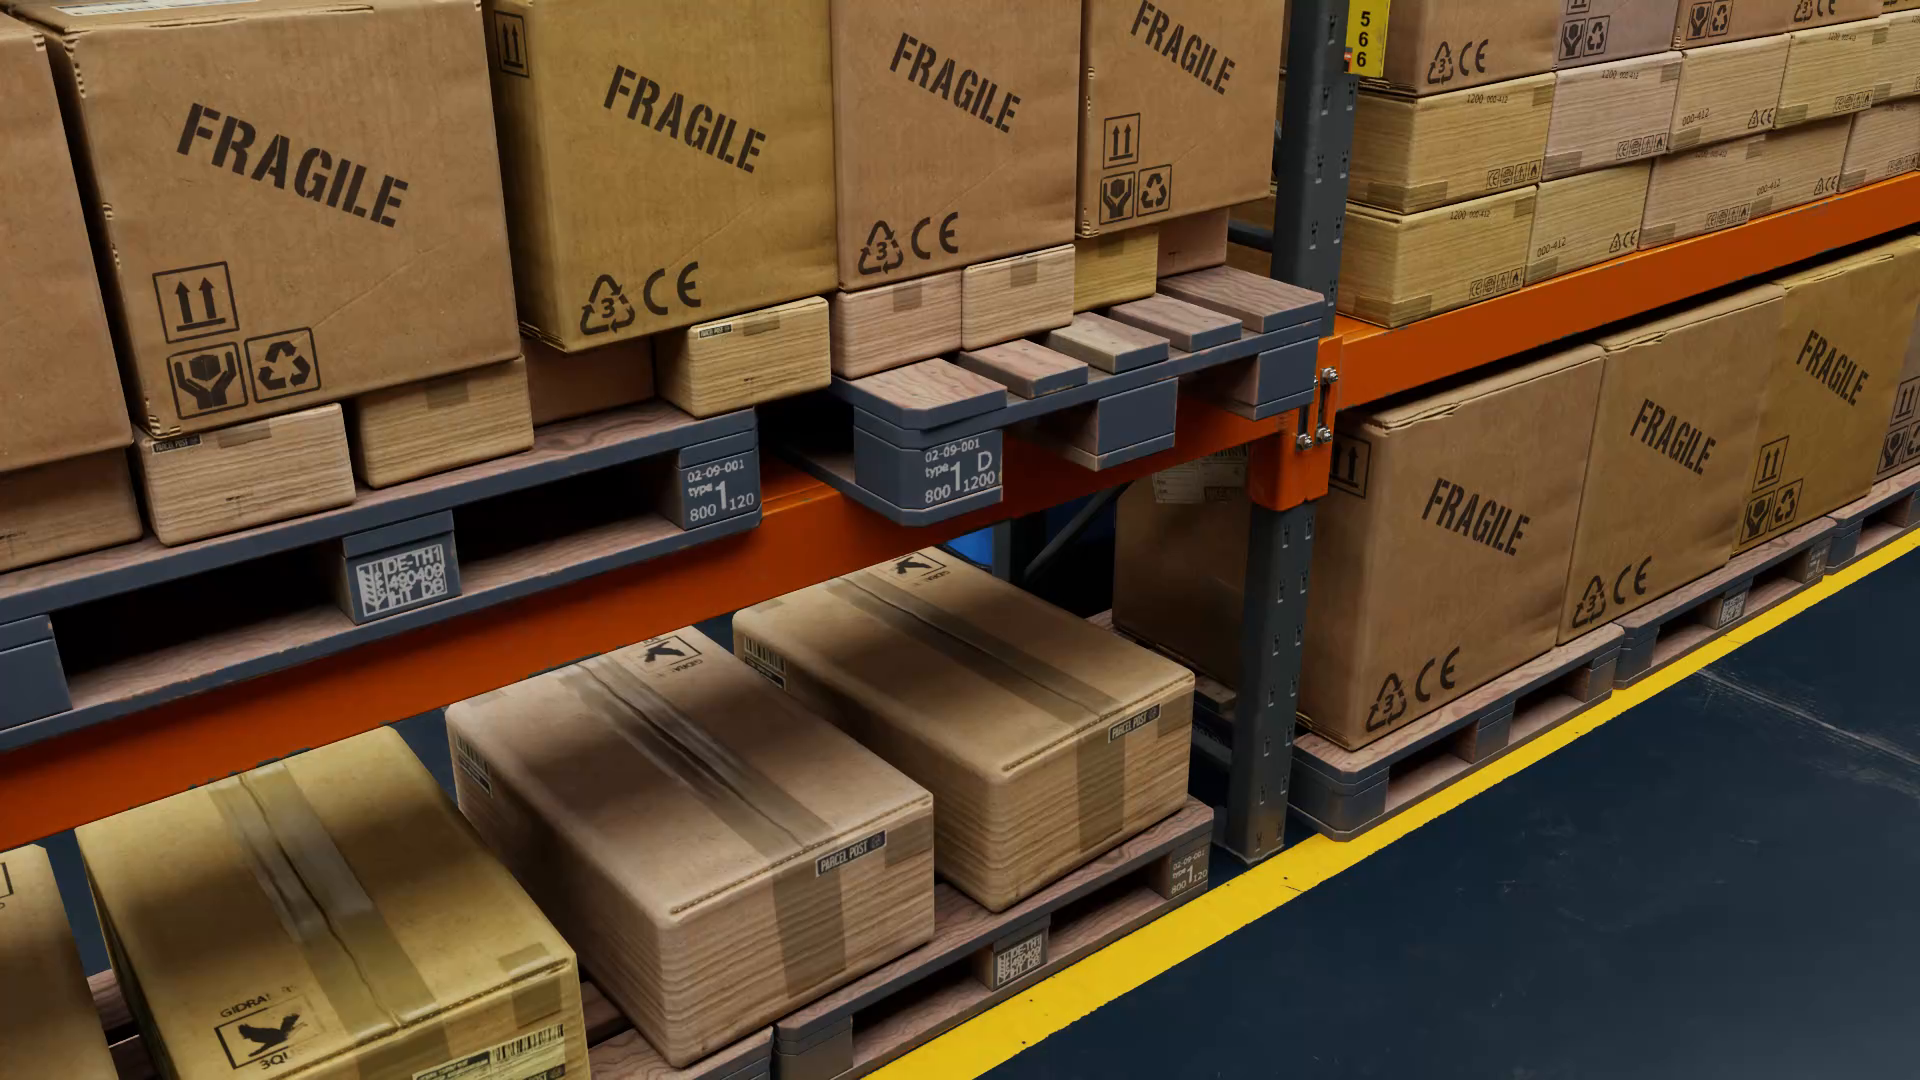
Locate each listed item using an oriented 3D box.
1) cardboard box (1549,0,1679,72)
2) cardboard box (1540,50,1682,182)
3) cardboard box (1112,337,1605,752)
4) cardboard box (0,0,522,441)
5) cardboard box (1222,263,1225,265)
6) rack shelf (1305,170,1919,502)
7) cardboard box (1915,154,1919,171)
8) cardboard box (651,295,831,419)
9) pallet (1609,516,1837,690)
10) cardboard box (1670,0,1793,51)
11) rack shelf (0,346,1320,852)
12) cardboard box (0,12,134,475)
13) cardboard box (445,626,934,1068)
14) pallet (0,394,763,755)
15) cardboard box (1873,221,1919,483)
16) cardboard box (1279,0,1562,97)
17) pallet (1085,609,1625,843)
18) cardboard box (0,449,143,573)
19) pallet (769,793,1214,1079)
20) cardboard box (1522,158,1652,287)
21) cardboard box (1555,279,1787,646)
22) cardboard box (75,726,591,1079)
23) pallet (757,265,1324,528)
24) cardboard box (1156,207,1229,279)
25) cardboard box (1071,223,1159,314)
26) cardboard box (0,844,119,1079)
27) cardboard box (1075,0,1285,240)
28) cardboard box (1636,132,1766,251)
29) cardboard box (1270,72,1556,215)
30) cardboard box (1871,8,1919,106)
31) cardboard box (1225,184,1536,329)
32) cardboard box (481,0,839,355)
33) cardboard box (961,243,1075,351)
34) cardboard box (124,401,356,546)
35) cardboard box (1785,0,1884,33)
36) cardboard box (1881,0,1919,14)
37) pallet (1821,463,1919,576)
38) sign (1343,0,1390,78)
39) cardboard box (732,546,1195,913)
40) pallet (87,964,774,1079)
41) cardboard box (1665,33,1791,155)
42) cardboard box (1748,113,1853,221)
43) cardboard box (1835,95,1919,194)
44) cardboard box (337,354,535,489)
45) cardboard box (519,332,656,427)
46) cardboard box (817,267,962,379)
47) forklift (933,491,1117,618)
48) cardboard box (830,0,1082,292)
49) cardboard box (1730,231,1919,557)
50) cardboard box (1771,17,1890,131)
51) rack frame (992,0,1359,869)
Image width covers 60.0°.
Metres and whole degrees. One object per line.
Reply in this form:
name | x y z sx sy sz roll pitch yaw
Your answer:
cardboard box | 1.365 -1.423 3.947 0.500 0.500 0.500 -18 30 -34
cardboard box | 1.400 -1.088 4.114 0.500 0.250 0.500 -17 30 -33
cardboard box | 1.037 -0.124 4.478 0.875 0.875 0.875 -19 31 -34
cardboard box | -0.971 -0.495 2.282 0.500 0.500 0.500 -20 31 -36
cardboard box | 0.679 -0.894 4.292 0.500 0.250 0.500 -20 31 -36
rack shelf | 2.016 -0.938 5.063 4.000 0.370 1.077 -18 31 -34
cardboard box | 2.990 -1.384 5.347 0.500 0.250 0.500 -19 31 -35
cardboard box | -0.419 -0.346 2.731 0.250 0.149 0.380 -18 30 -33
pallet | 2.068 0.025 5.446 1.213 0.211 1.003 -18 31 -34
cardboard box | 1.782 -1.552 4.225 0.500 0.500 0.500 -17 30 -33
rack shelf | -1.132 0.101 2.824 4.000 0.370 1.077 -18 31 -34
cardboard box | -1.369 -0.358 1.987 0.500 0.500 0.500 -18 31 -34
cardboard box | -0.585 0.594 3.529 0.625 0.372 0.950 -19 31 -35
pallet | -1.091 -0.130 2.695 1.213 0.211 1.003 -18 31 -34
cardboard box | 3.151 -0.823 5.986 0.875 0.875 0.875 -17 30 -32
cardboard box | 0.981 -1.291 3.662 0.500 0.500 0.500 -19 31 -36
pallet | 1.109 0.340 4.767 1.213 0.211 1.003 -18 31 -34
cardboard box | -1.274 -0.099 2.200 0.250 0.149 0.380 -18 30 -34
pallet | -0.174 0.722 3.943 1.213 0.211 1.003 -18 31 -34
cardboard box | 1.375 -0.860 4.218 0.500 0.250 0.500 -19 31 -35
cardboard box | 1.741 -0.354 4.975 0.875 0.875 0.875 -18 30 -33
cardboard box | -1.185 0.789 3.109 0.625 0.372 0.950 -17 30 -32
pallet | -0.053 -0.438 3.358 1.003 0.211 1.213 -18 31 -34
cardboard box | 0.329 -0.658 3.405 0.250 0.149 0.380 -17 30 -32
cardboard box | 0.163 -0.565 3.204 0.250 0.149 0.380 -18 30 -33
cardboard box | -1.731 0.971 2.718 0.625 0.372 0.950 -16 29 -31
cardboard box | 0.256 -0.906 3.167 0.500 0.500 0.500 -19 31 -35
cardboard box | 1.792 -0.994 4.508 0.500 0.250 0.500 -17 30 -32
cardboard box | 0.993 -0.954 3.826 0.500 0.250 0.500 -19 31 -34
cardboard box | 2.600 -1.479 4.958 0.500 0.250 0.500 -17 30 -33
cardboard box | 0.982 -0.721 3.918 0.500 0.250 0.500 -19 31 -35
cardboard box | -0.541 -0.636 2.587 0.500 0.500 0.500 -21 32 -37
cardboard box | -0.008 -0.485 3.031 0.250 0.149 0.380 -19 31 -34
cardboard box | -1.033 -0.151 2.311 0.250 0.149 0.380 -17 30 -32
cardboard box | 2.181 -1.682 4.505 0.500 0.500 0.500 -18 30 -33
cardboard box | 2.579 -1.822 4.806 0.500 0.500 0.500 -17 30 -33
pallet | 3.029 -0.294 6.132 1.213 0.211 1.003 -18 31 -34
sign | 0.784 -1.057 3.183 0.005 0.325 0.100 -18 31 -34
cardboard box | -0.009 0.400 3.948 0.625 0.372 0.950 -21 32 -37
pallet | -1.133 1.037 3.264 1.213 0.211 1.003 -18 31 -34
cardboard box | 1.800 -1.213 4.385 0.500 0.250 0.500 -18 31 -34
cardboard box | 2.178 -1.124 4.786 0.500 0.250 0.500 -18 31 -34
cardboard box | 2.582 -1.259 5.079 0.500 0.250 0.500 -19 31 -35
cardboard box | -0.841 -0.230 2.481 0.250 0.149 0.380 -19 31 -36
cardboard box | -0.694 -0.322 2.681 0.250 0.149 0.380 -18 30 -34
cardboard box | -0.211 -0.422 2.895 0.250 0.149 0.380 -20 32 -36
forklift | -0.332 -1.597 5.709 1.130 2.935 3.031 -16 29 -31
cardboard box | -0.144 -0.768 2.870 0.500 0.500 0.500 -19 31 -35
cardboard box | 2.445 -0.586 5.475 0.875 0.875 0.875 -17 30 -33
cardboard box | 2.207 -1.340 4.659 0.500 0.250 0.500 -18 30 -33
rack frame | 0.442 -0.745 3.792 0.127 3.000 1.000 -18 31 -34
